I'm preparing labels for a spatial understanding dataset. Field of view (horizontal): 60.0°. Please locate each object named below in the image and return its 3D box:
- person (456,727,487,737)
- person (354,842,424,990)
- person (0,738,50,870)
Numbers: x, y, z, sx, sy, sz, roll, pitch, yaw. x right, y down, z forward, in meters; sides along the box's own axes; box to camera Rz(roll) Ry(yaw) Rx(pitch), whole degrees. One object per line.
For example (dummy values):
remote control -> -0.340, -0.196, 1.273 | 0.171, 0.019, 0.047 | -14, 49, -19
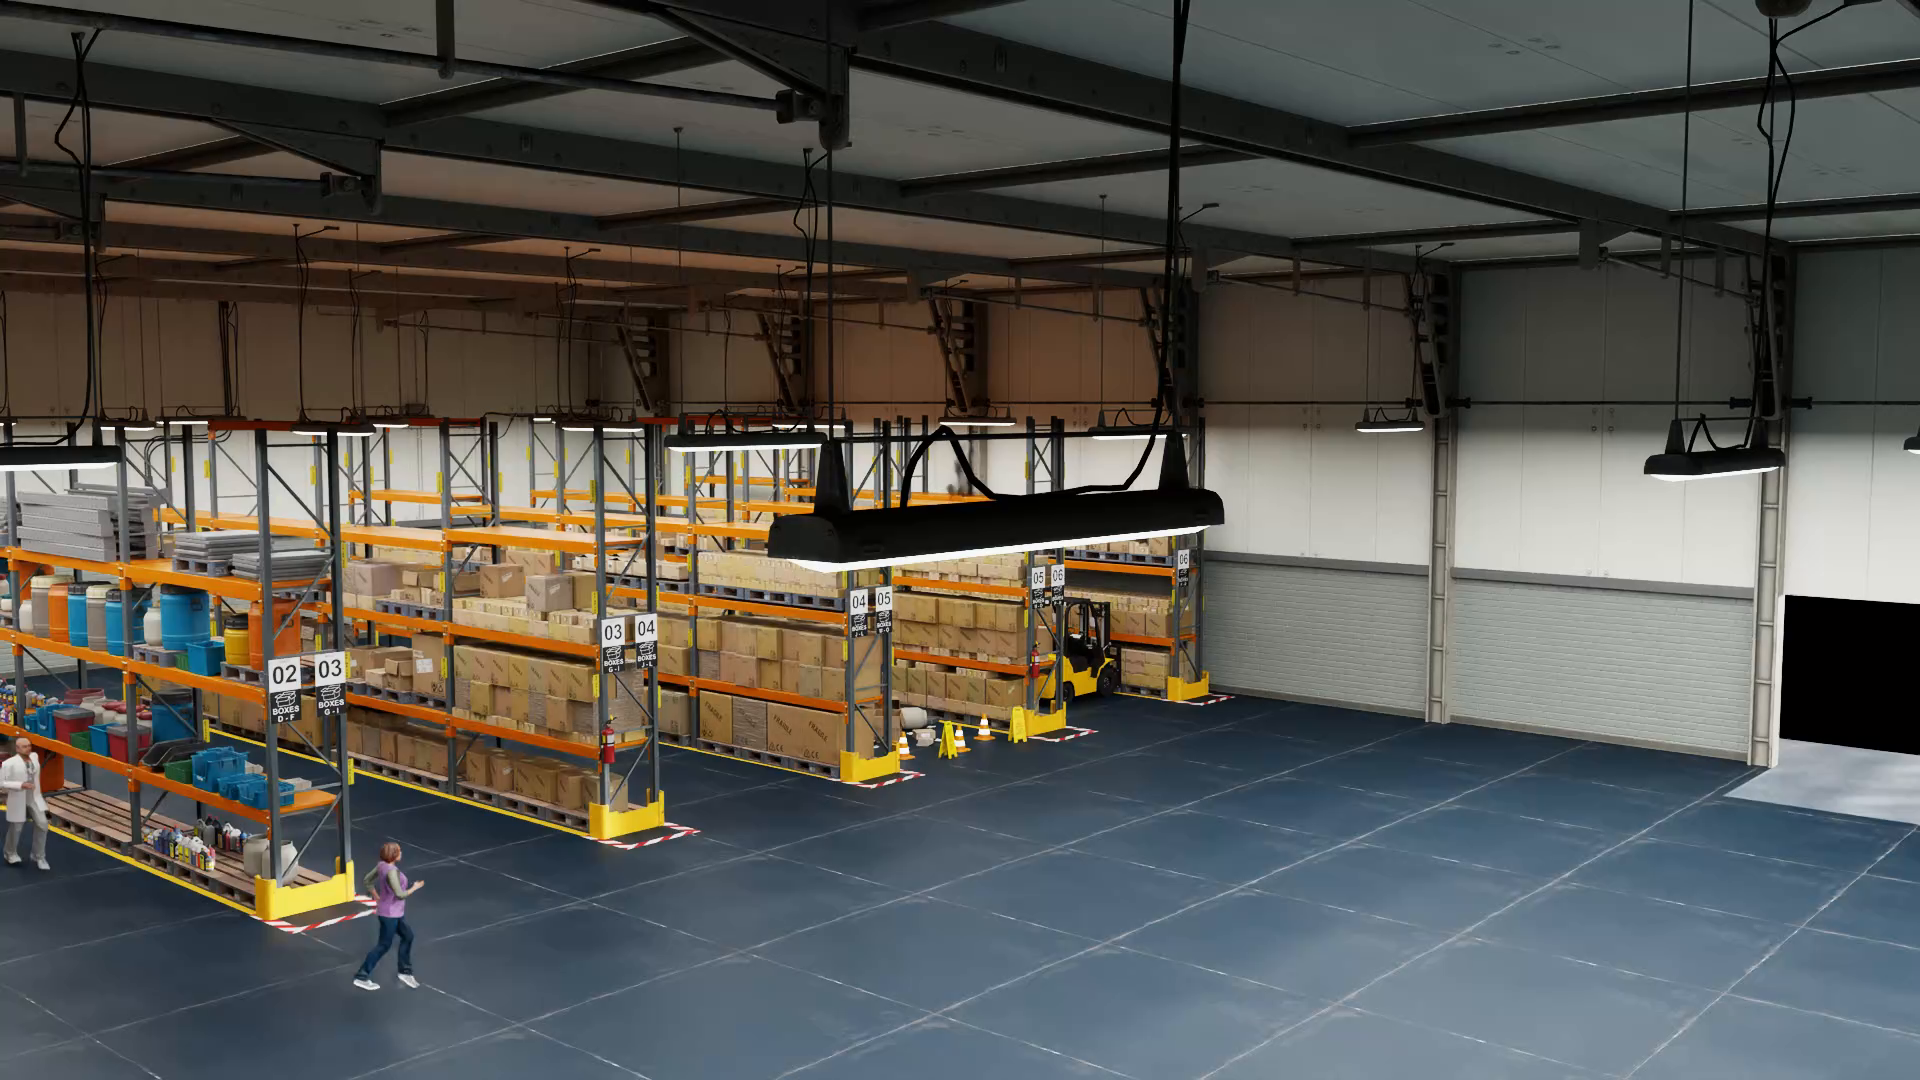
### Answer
person -> -9.305, 2.841, 31.489 | 0.779, 1.849, 0.644 | 2, 5, 28
person -> -6.120, 4.055, 17.815 | 0.756, 1.670, 0.509 | -2, 5, -24
person -> -12.682, 3.580, 22.520 | 0.876, 1.835, 0.640 | 3, 6, 36
